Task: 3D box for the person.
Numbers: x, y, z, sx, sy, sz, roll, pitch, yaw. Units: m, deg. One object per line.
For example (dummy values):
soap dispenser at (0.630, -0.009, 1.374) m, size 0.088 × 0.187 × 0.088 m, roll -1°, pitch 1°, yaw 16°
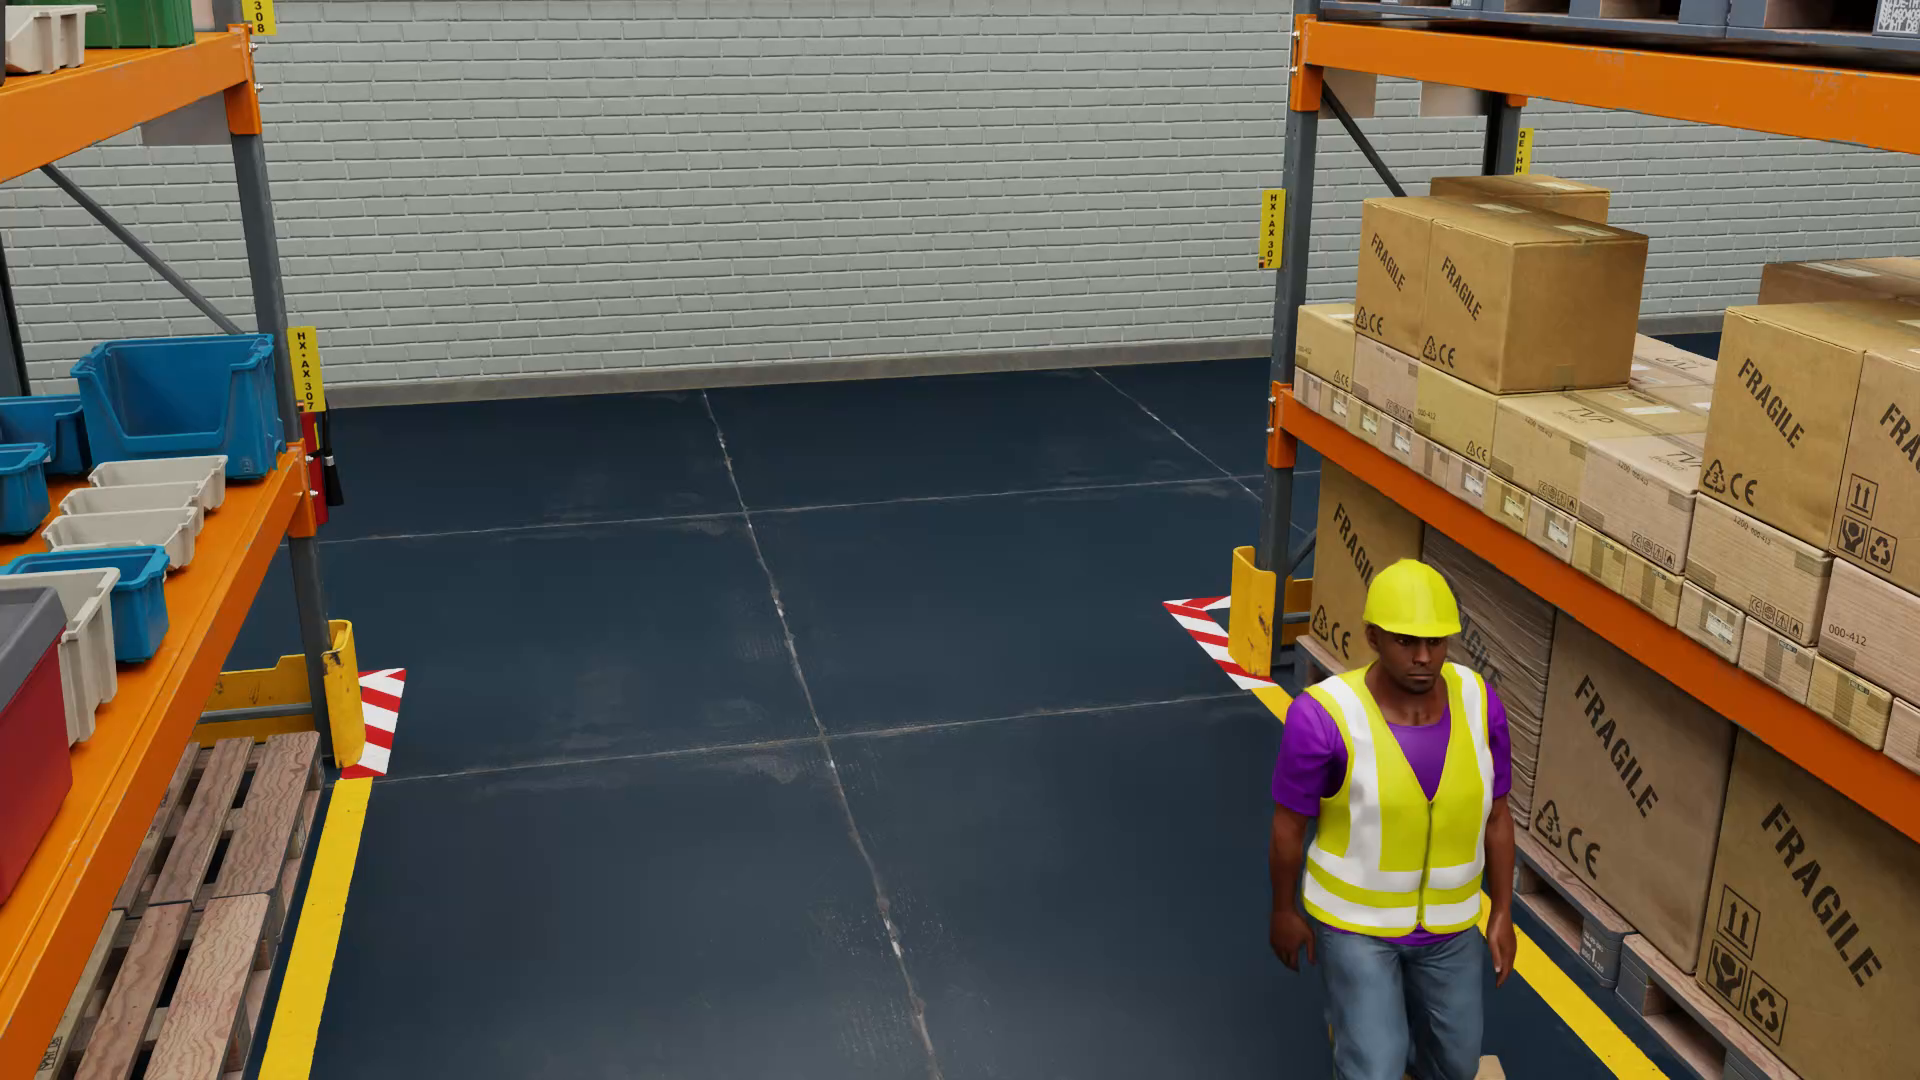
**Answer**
person at (1.029, 0.873, 4.007) m, size 0.579 × 1.749 × 0.706 m, roll -4°, pitch 20°, yaw -11°
